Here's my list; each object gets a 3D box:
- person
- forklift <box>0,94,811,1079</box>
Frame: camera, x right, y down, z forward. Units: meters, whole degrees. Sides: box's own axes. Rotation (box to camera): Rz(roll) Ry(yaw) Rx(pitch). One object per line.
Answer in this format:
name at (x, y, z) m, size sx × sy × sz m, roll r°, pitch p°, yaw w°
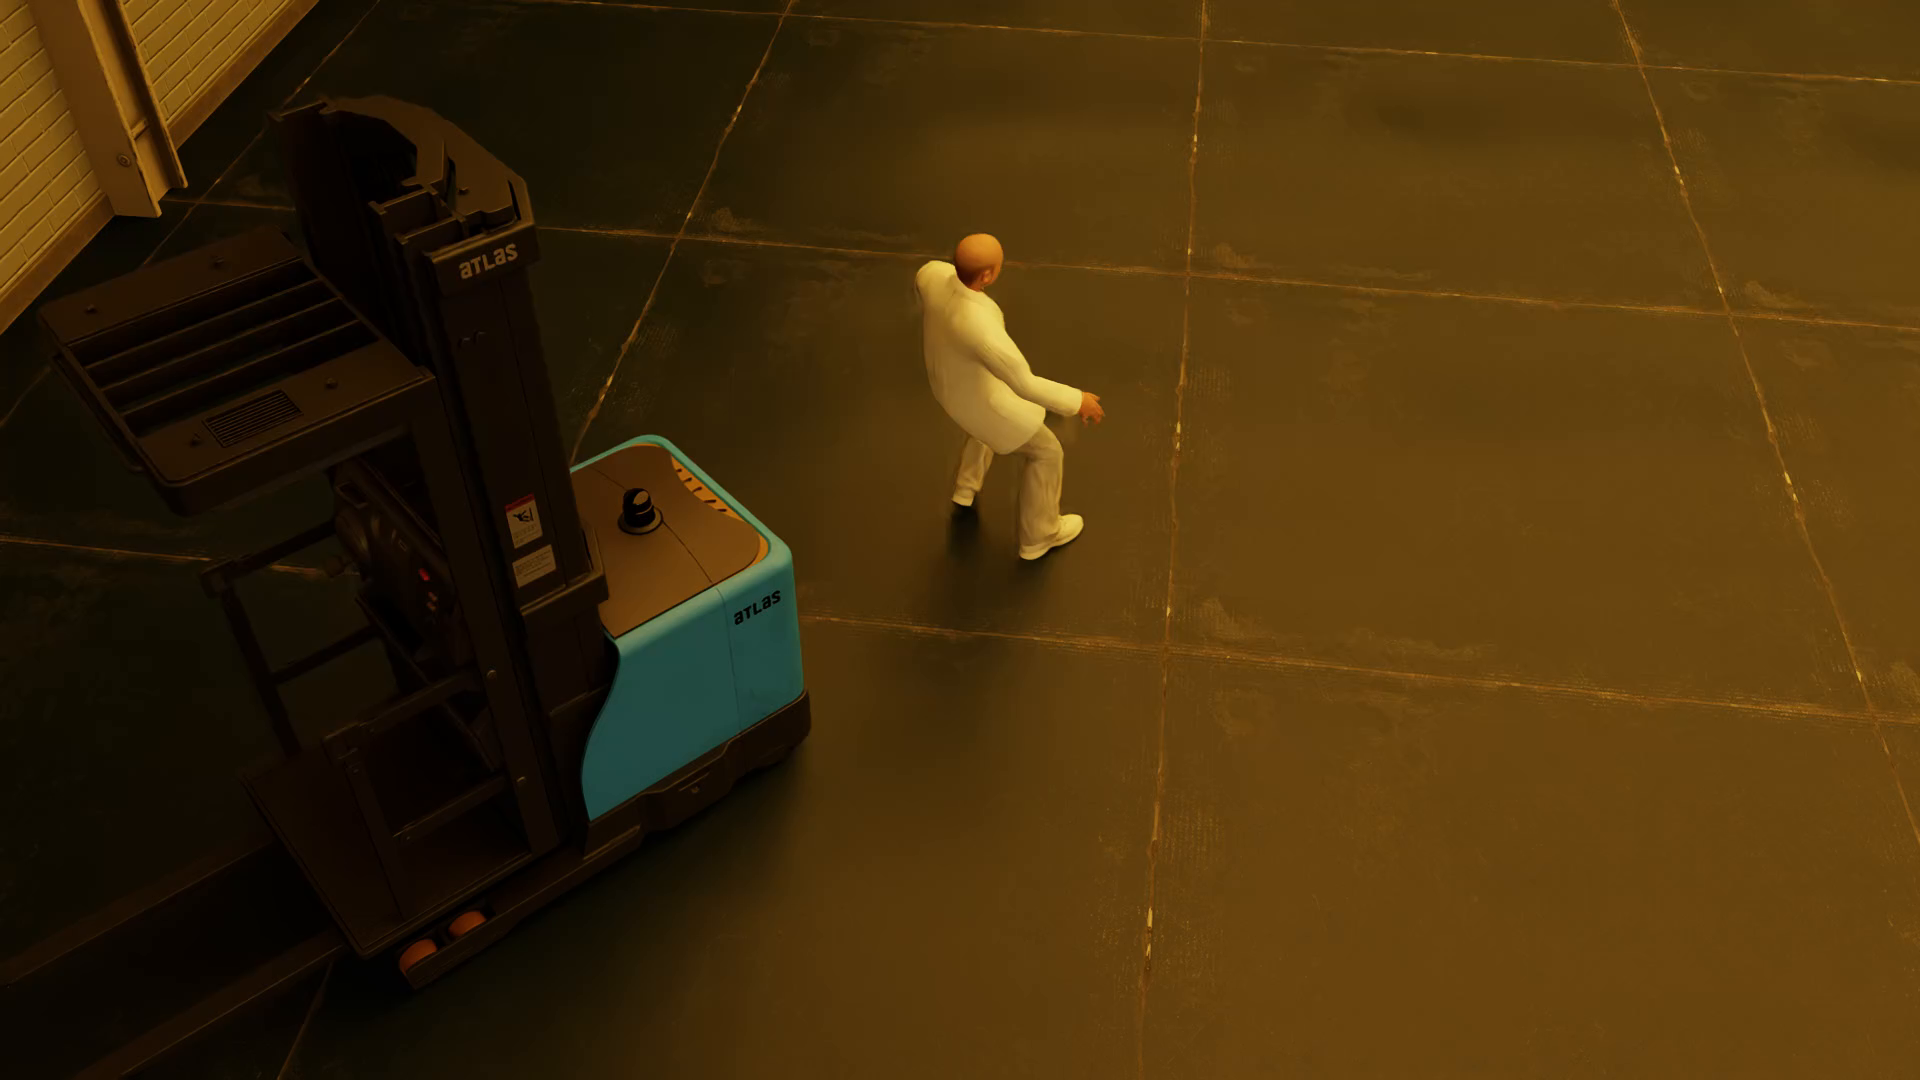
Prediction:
person at (0.187, -0.707, 7.439) m, size 0.628 × 1.646 × 0.844 m, roll -22°, pitch 47°, yaw -22°
forklift at (-2.072, 0.146, 5.565) m, size 3.031 × 2.935 × 1.130 m, roll -30°, pitch 50°, yaw -28°
